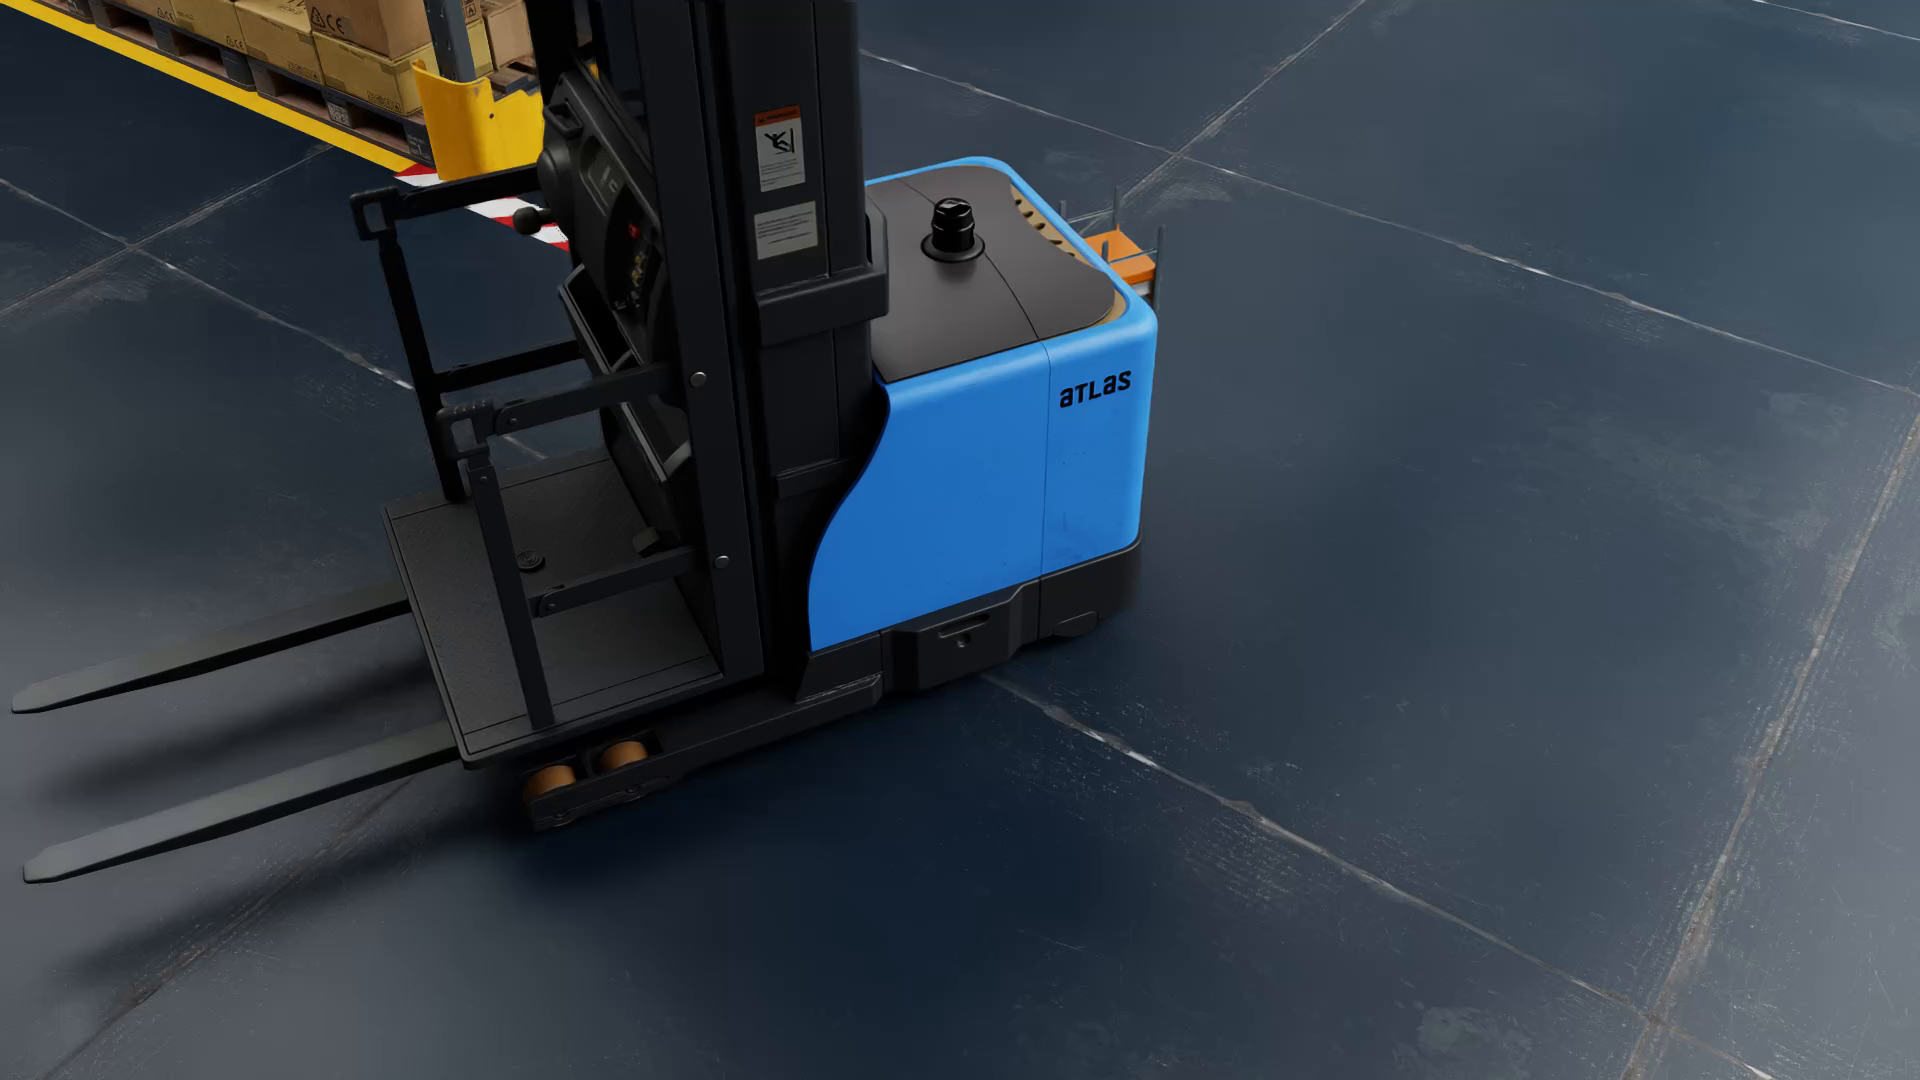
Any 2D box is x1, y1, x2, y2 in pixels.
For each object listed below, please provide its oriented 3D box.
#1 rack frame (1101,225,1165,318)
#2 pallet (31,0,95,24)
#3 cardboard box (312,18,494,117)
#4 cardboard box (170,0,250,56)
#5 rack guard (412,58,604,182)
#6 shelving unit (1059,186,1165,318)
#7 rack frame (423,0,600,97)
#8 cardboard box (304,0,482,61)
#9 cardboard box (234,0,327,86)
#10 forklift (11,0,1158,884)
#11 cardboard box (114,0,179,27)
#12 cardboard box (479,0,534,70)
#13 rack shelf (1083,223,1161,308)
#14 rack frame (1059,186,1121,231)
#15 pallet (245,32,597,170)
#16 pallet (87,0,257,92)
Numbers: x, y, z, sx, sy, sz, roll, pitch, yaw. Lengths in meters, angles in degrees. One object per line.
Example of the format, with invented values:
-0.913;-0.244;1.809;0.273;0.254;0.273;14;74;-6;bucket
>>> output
0.484;-0.460;4.977;0.200;1.050;0.008;-18;45;-19;rack frame
-4.398;-3.062;8.514;1.213;0.211;1.003;25;48;25;pallet
-2.359;-2.073;7.064;0.500;0.250;0.500;25;48;25;cardboard box
-3.186;-2.448;7.484;0.500;0.250;0.500;25;48;25;cardboard box
-1.731;-1.957;7.062;0.348;0.500;1.175;25;48;25;rack guard
0.430;-0.533;5.058;0.215;1.050;0.252;-18;45;-19;shelving unit
-1.751;-2.897;6.238;0.127;3.000;1.000;25;48;25;rack frame
-2.361;-2.351;6.813;0.500;0.500;0.500;25;48;25;cardboard box
-2.776;-2.258;7.271;0.500;0.250;0.500;25;48;25;cardboard box
-1.026;-0.738;3.876;3.031;2.935;1.130;-18;45;-19;forklift
-3.594;-2.641;7.699;0.500;0.250;0.500;25;48;25;cardboard box
-2.062;-2.356;7.380;0.500;0.250;0.500;25;48;25;cardboard box
0.430;-0.737;4.876;0.215;0.259;0.240;-18;45;-19;rack shelf
0.376;-0.606;5.140;0.200;1.050;0.008;-18;45;-19;rack frame
-2.401;-2.128;7.470;1.213;0.211;1.003;25;48;25;pallet
-3.395;-2.596;7.992;1.213;0.211;1.003;25;48;25;pallet
